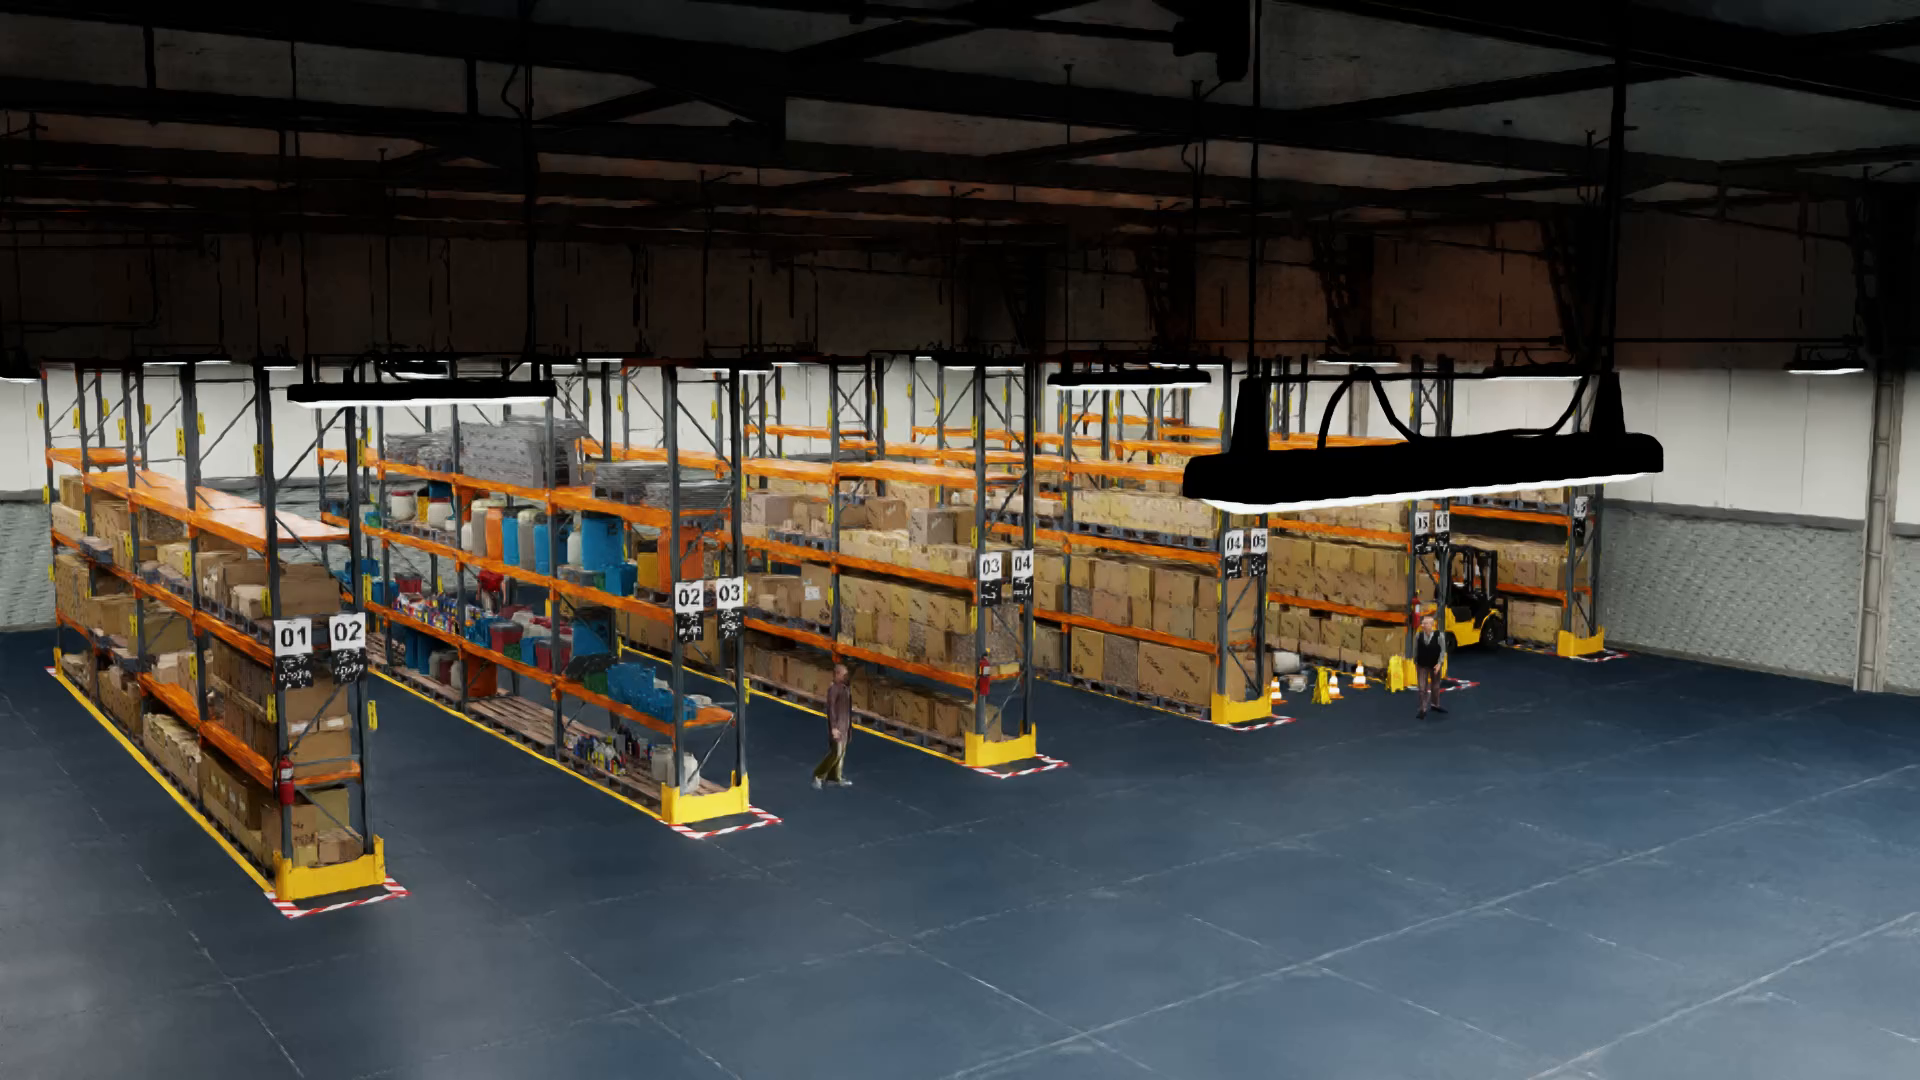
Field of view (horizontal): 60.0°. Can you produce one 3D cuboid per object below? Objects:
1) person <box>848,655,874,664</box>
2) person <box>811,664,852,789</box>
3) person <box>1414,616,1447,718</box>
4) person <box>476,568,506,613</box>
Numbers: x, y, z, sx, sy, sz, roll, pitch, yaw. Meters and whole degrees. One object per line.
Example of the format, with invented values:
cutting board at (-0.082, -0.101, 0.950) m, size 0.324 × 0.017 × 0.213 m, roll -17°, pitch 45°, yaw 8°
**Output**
person at (-1.870, 1.676, 32.256) m, size 0.622 × 1.602 × 0.763 m, roll -4°, pitch 8°, yaw -31°
person at (-1.816, 2.633, 23.504) m, size 0.547 × 1.767 × 0.761 m, roll 2°, pitch 7°, yaw 15°
person at (7.922, 2.127, 28.044) m, size 0.553 × 1.718 × 0.699 m, roll 3°, pitch 8°, yaw 25°
person at (-10.105, 1.190, 35.909) m, size 0.554 × 1.669 × 1.040 m, roll -5°, pitch 9°, yaw -37°
